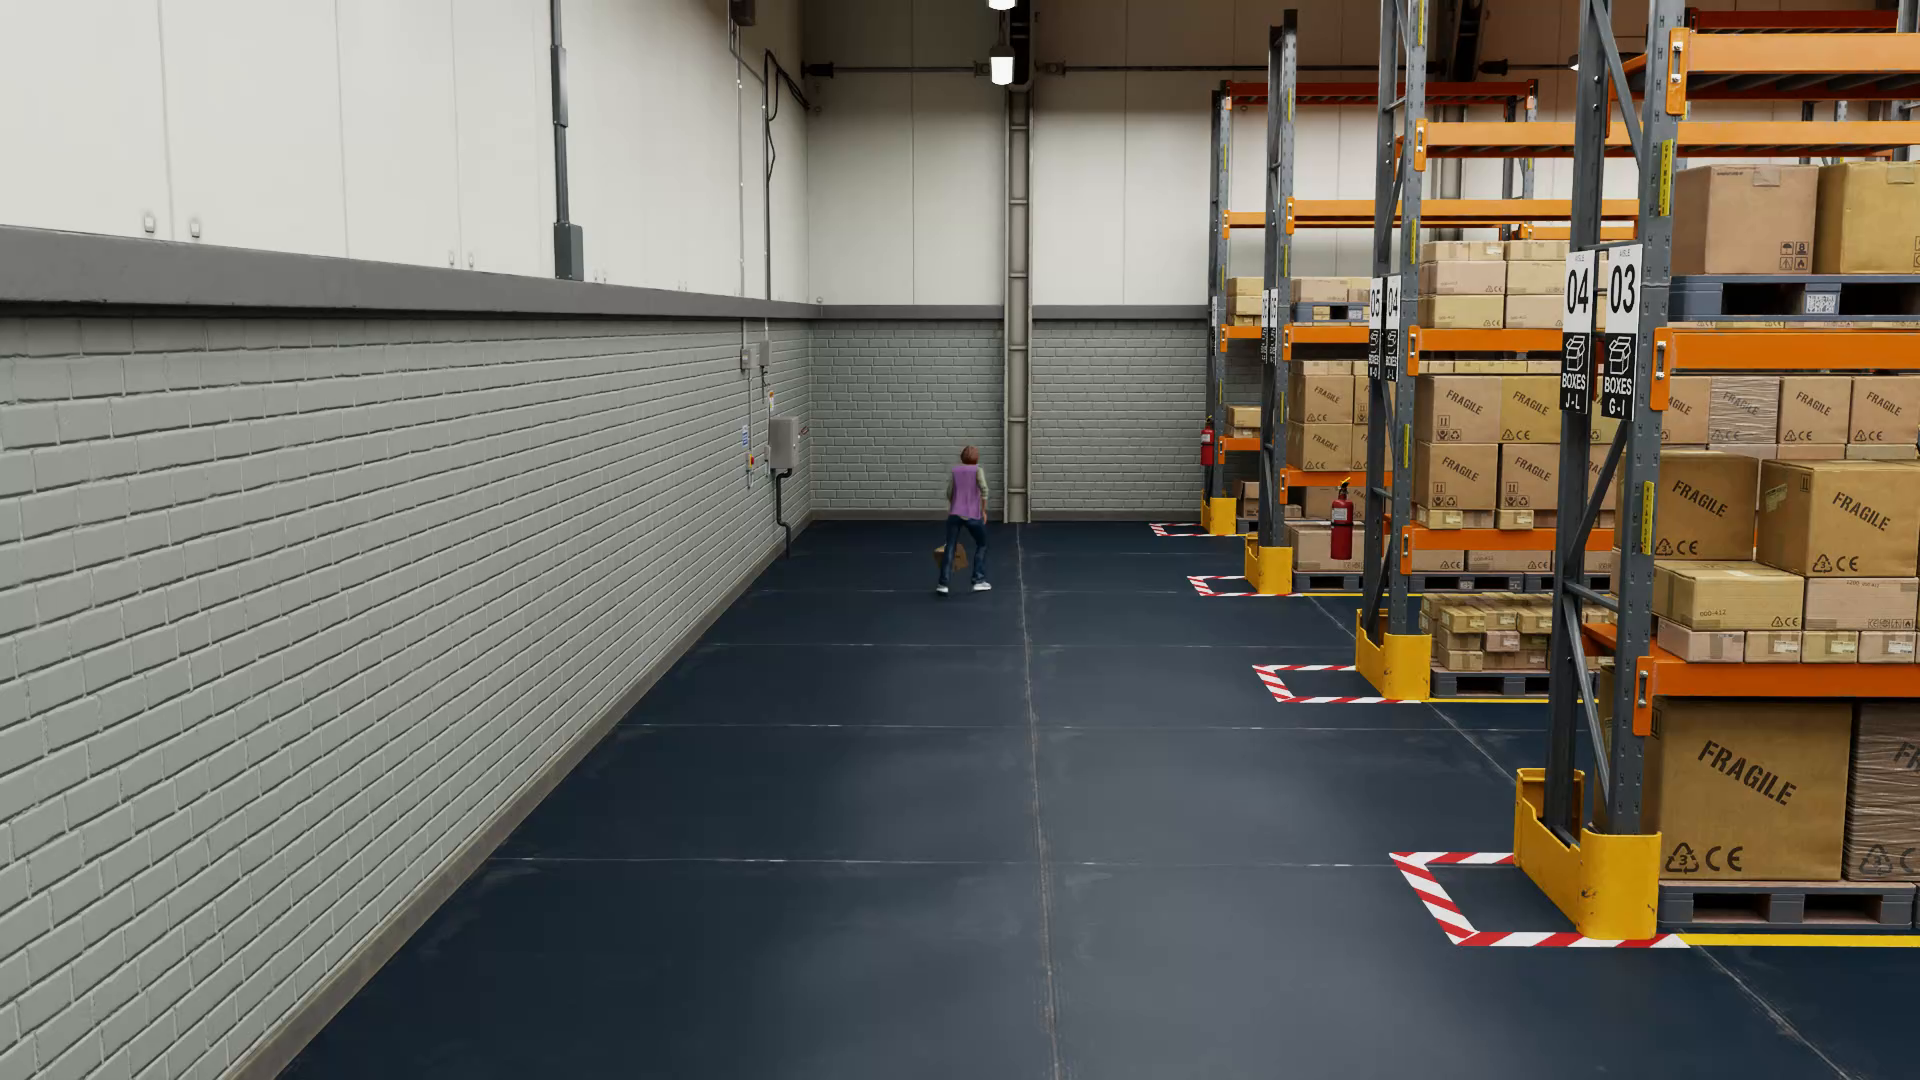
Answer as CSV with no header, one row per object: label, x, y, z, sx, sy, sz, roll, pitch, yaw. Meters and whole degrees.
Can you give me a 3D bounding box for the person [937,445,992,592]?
person,0.059,-0.220,17.640,0.550,1.551,0.656,3,8,20
